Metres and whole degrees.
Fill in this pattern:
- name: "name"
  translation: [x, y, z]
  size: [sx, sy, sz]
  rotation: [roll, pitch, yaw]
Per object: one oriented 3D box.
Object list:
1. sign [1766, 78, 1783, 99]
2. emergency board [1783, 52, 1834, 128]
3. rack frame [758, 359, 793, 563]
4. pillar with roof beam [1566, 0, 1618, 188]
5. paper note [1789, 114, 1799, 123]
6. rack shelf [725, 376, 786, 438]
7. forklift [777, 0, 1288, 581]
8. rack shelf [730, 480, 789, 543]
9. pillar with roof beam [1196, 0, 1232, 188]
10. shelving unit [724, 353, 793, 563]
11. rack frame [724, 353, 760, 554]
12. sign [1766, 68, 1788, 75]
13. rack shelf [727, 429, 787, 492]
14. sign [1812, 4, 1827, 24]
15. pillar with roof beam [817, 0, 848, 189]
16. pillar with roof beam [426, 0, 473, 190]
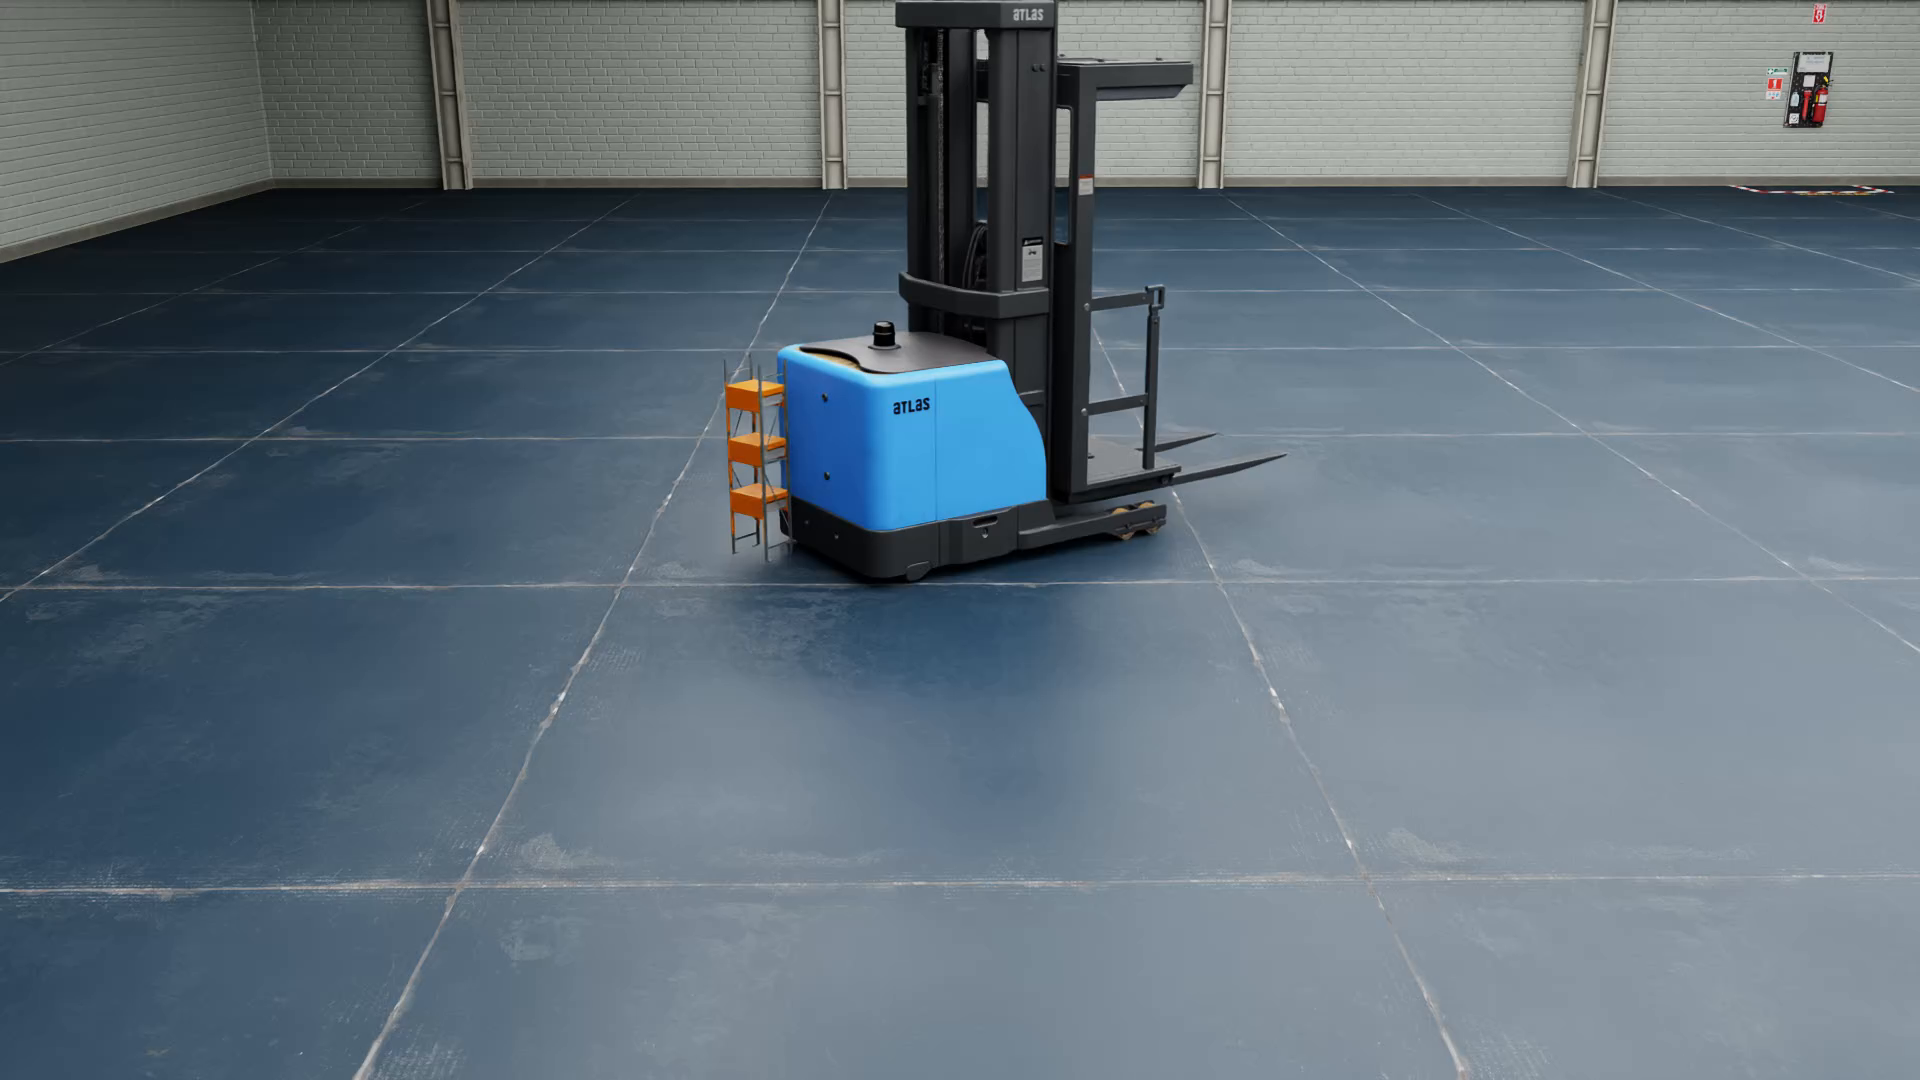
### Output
- name: "sign"
  translation: [12.976, -7.193, 26.500]
  size: [0.234, 0.329, 0.001]
  rotation: [0, 18, -1]
- name: "emergency board"
  translation: [13.531, -7.147, 26.416]
  size: [0.643, 1.169, 0.194]
  rotation: [0, 18, -1]
- name: "rack frame"
  translation: [-0.952, -0.404, 8.588]
  size: [0.008, 1.050, 0.200]
  rotation: [14, 22, 36]
- name: "pillar with roof beam"
  translation: [10.071, -8.660, 21.311]
  size: [0.400, 9.000, 9.100]
  rotation: [0, 18, -1]
- name: "paper note"
  translation: [13.352, -6.748, 26.613]
  size: [0.142, 0.148, 0.016]
  rotation: [0, 18, -1]
- name: "rack shelf"
  translation: [-1.047, -0.687, 8.577]
  size: [0.240, 0.259, 0.215]
  rotation: [14, 22, 36]
- name: "forklift"
  translation: [0.530, -1.521, 8.991]
  size: [3.031, 2.935, 1.130]
  rotation: [-12, 21, -33]
- name: "rack shelf"
  translation: [-1.047, -0.152, 8.748]
  size: [0.240, 0.259, 0.215]
  rotation: [14, 22, 36]
- name: "pillar with roof beam"
  translation: [4.072, -8.631, 21.221]
  size: [0.400, 9.000, 9.100]
  rotation: [0, 18, -1]
- name: "shelving unit"
  translation: [-1.047, -0.427, 8.660]
  size: [0.252, 1.050, 0.215]
  rotation: [14, 22, 36]
- name: "rack frame"
  translation: [-1.143, -0.450, 8.733]
  size: [0.008, 1.050, 0.200]
  rotation: [14, 22, 36]
- name: "sign"
  translation: [12.981, -7.442, 26.411]
  size: [0.331, 0.109, 0.001]
  rotation: [0, 18, -1]
- name: "rack shelf"
  translation: [-1.047, -0.417, 8.663]
  size: [0.240, 0.259, 0.215]
  rotation: [14, 22, 36]
- name: "sign"
  translation: [13.521, -8.281, 26.156]
  size: [0.199, 0.298, 0.001]
  rotation: [0, 18, -1]
- name: "pillar with roof beam"
  translation: [-1.928, -8.602, 21.131]
  size: [0.400, 9.000, 9.100]
  rotation: [0, 18, -1]
- name: "pillar with roof beam"
  translation: [-7.927, -8.573, 21.041]
  size: [0.400, 9.000, 9.100]
  rotation: [0, 18, -1]
